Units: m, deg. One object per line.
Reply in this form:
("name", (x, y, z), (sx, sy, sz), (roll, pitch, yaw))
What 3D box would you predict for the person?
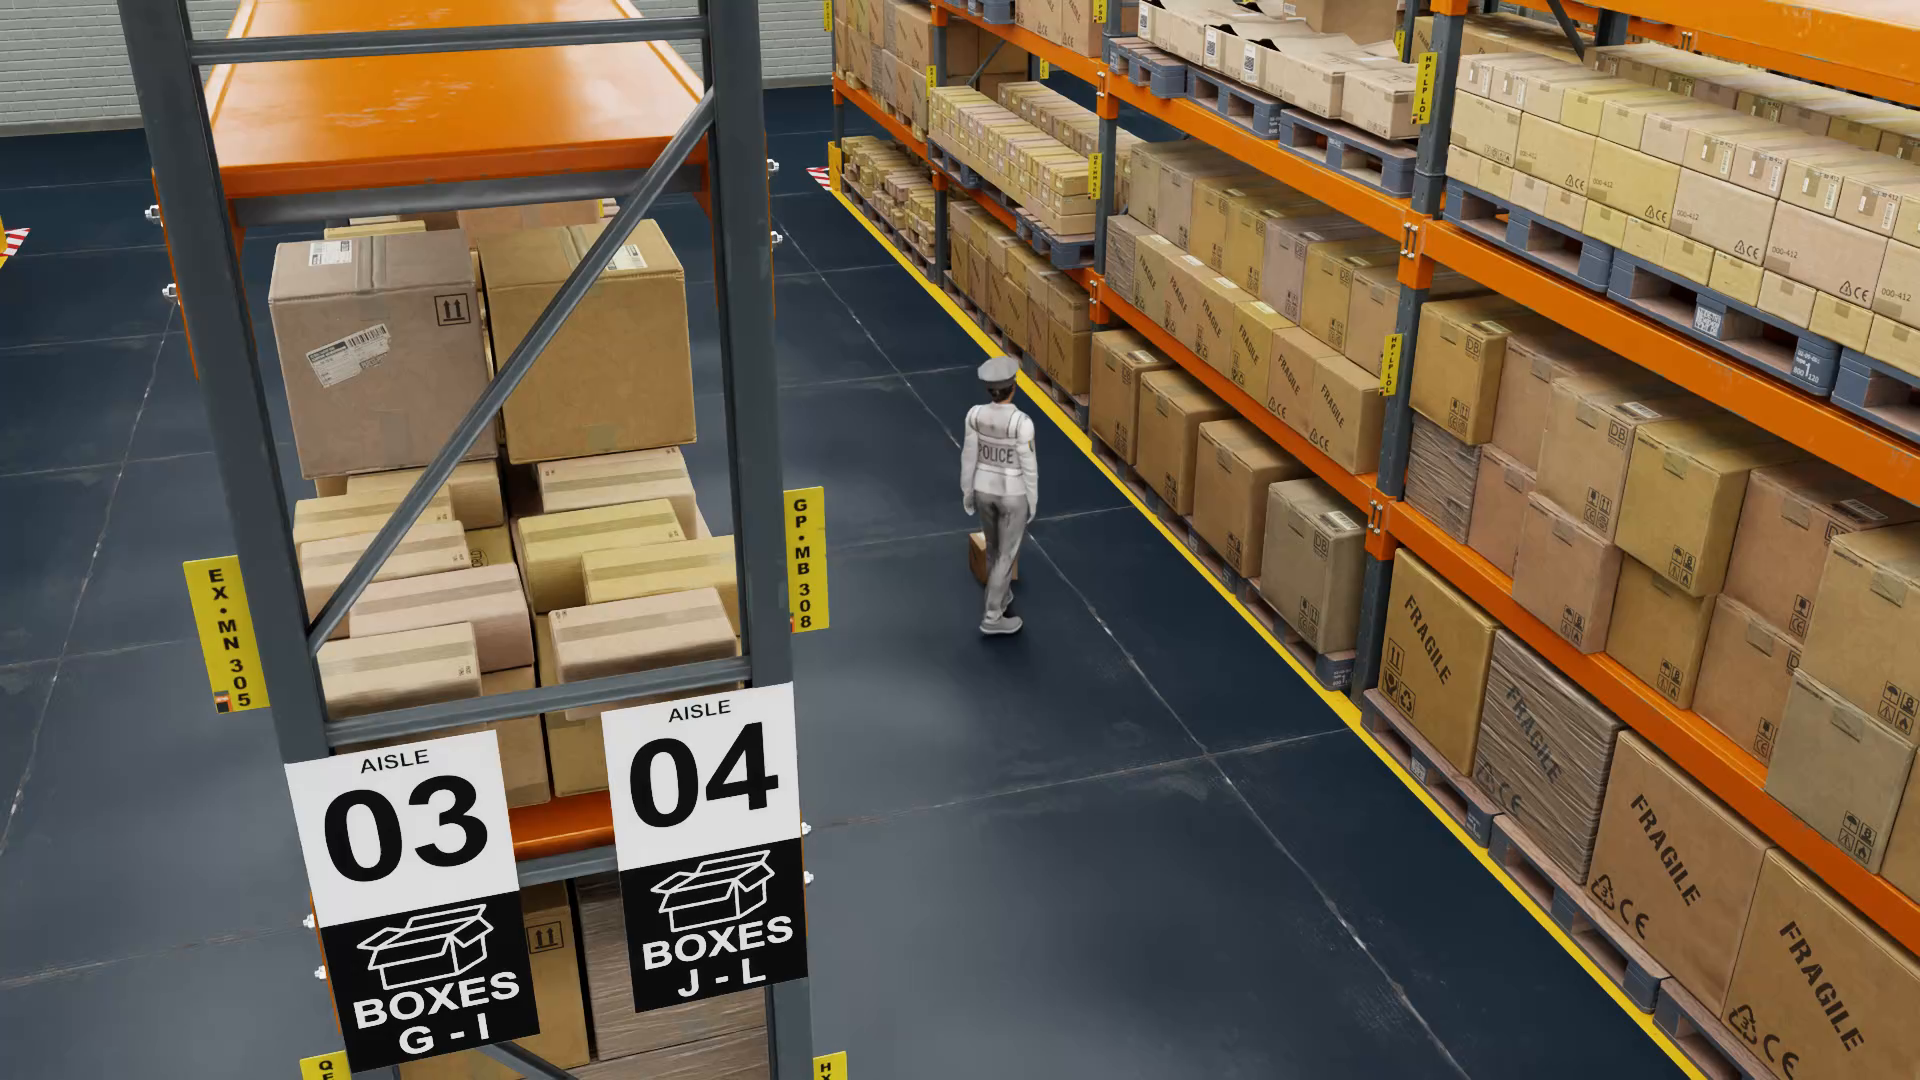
("person", (0.250, -0.271, 9.866), (0.483, 1.677, 0.596), (16, 30, 28))
